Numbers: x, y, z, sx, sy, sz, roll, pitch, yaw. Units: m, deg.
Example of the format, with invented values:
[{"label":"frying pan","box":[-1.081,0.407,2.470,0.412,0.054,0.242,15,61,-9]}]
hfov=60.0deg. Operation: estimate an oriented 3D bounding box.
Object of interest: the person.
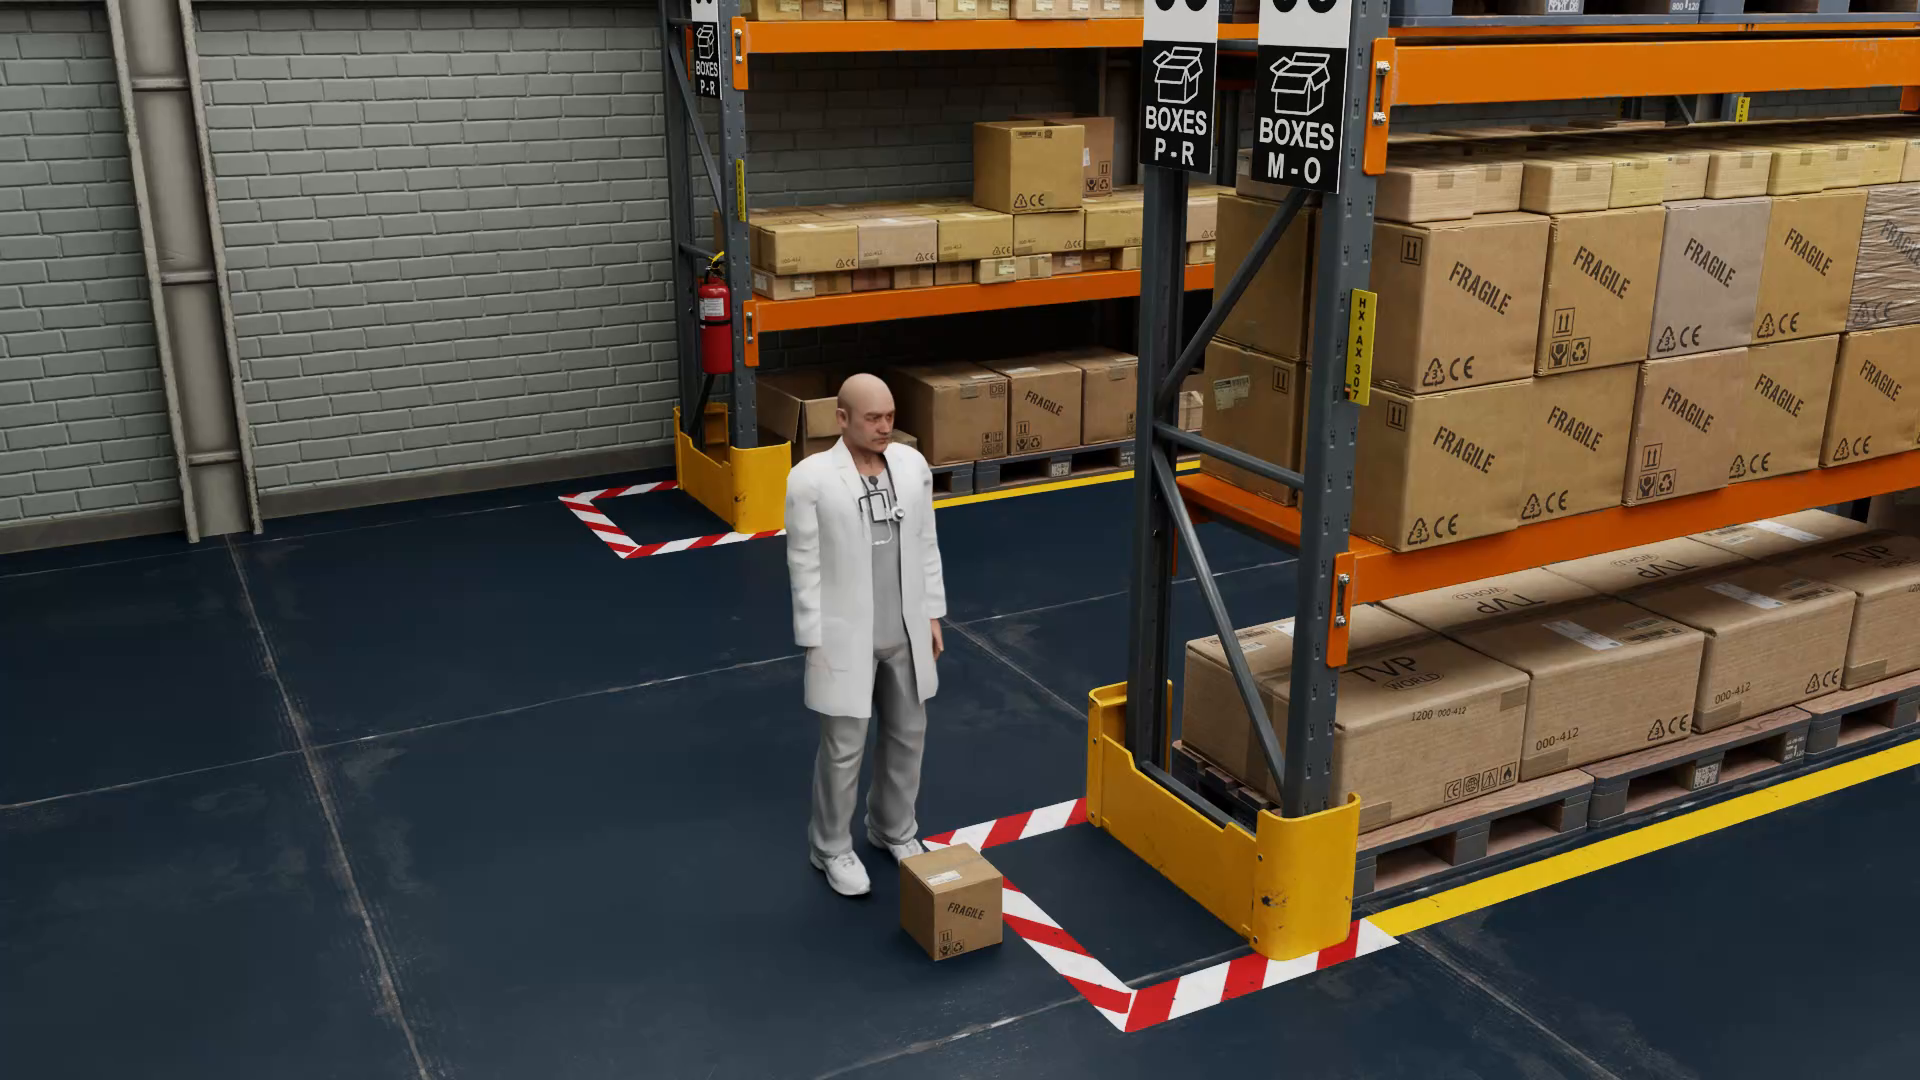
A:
[{"label":"person","box":[-0.295,0.325,5.637,0.562,1.799,0.394,-10,21,-29]}]
